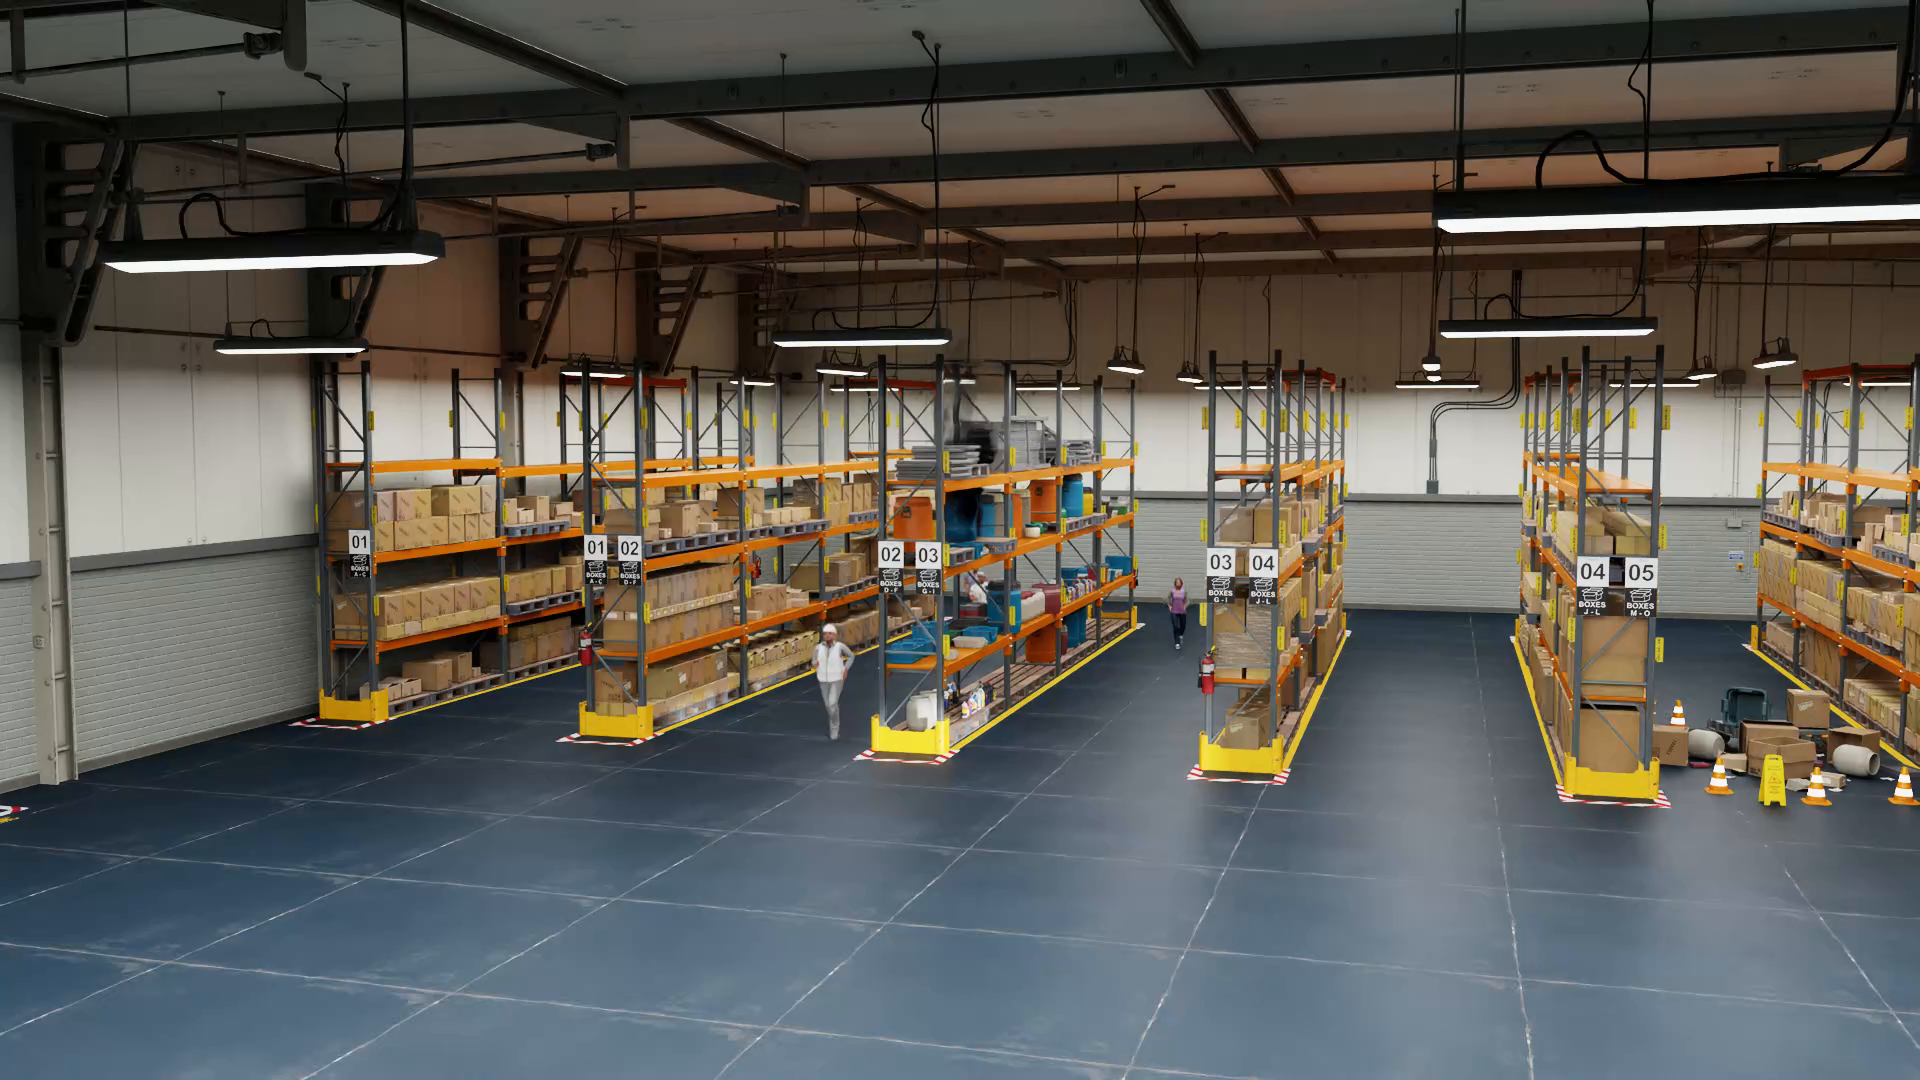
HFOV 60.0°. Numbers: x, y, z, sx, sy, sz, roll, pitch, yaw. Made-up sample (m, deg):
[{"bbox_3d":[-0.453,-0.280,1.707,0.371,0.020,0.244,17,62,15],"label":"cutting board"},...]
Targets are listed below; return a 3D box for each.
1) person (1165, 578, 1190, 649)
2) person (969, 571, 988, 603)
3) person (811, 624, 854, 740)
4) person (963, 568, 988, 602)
[{"bbox_3d":[4.797,1.605,36.653,0.537,1.541,0.546,0,4,4],"label":"person"},{"bbox_3d":[0.480,1.526,37.091,0.579,1.648,0.643,1,4,14],"label":"person"},{"bbox_3d":[-2.049,2.241,26.344,0.639,1.820,0.760,1,4,18],"label":"person"},{"bbox_3d":[0.381,1.351,39.885,0.622,1.626,0.721,0,4,5],"label":"person"}]
